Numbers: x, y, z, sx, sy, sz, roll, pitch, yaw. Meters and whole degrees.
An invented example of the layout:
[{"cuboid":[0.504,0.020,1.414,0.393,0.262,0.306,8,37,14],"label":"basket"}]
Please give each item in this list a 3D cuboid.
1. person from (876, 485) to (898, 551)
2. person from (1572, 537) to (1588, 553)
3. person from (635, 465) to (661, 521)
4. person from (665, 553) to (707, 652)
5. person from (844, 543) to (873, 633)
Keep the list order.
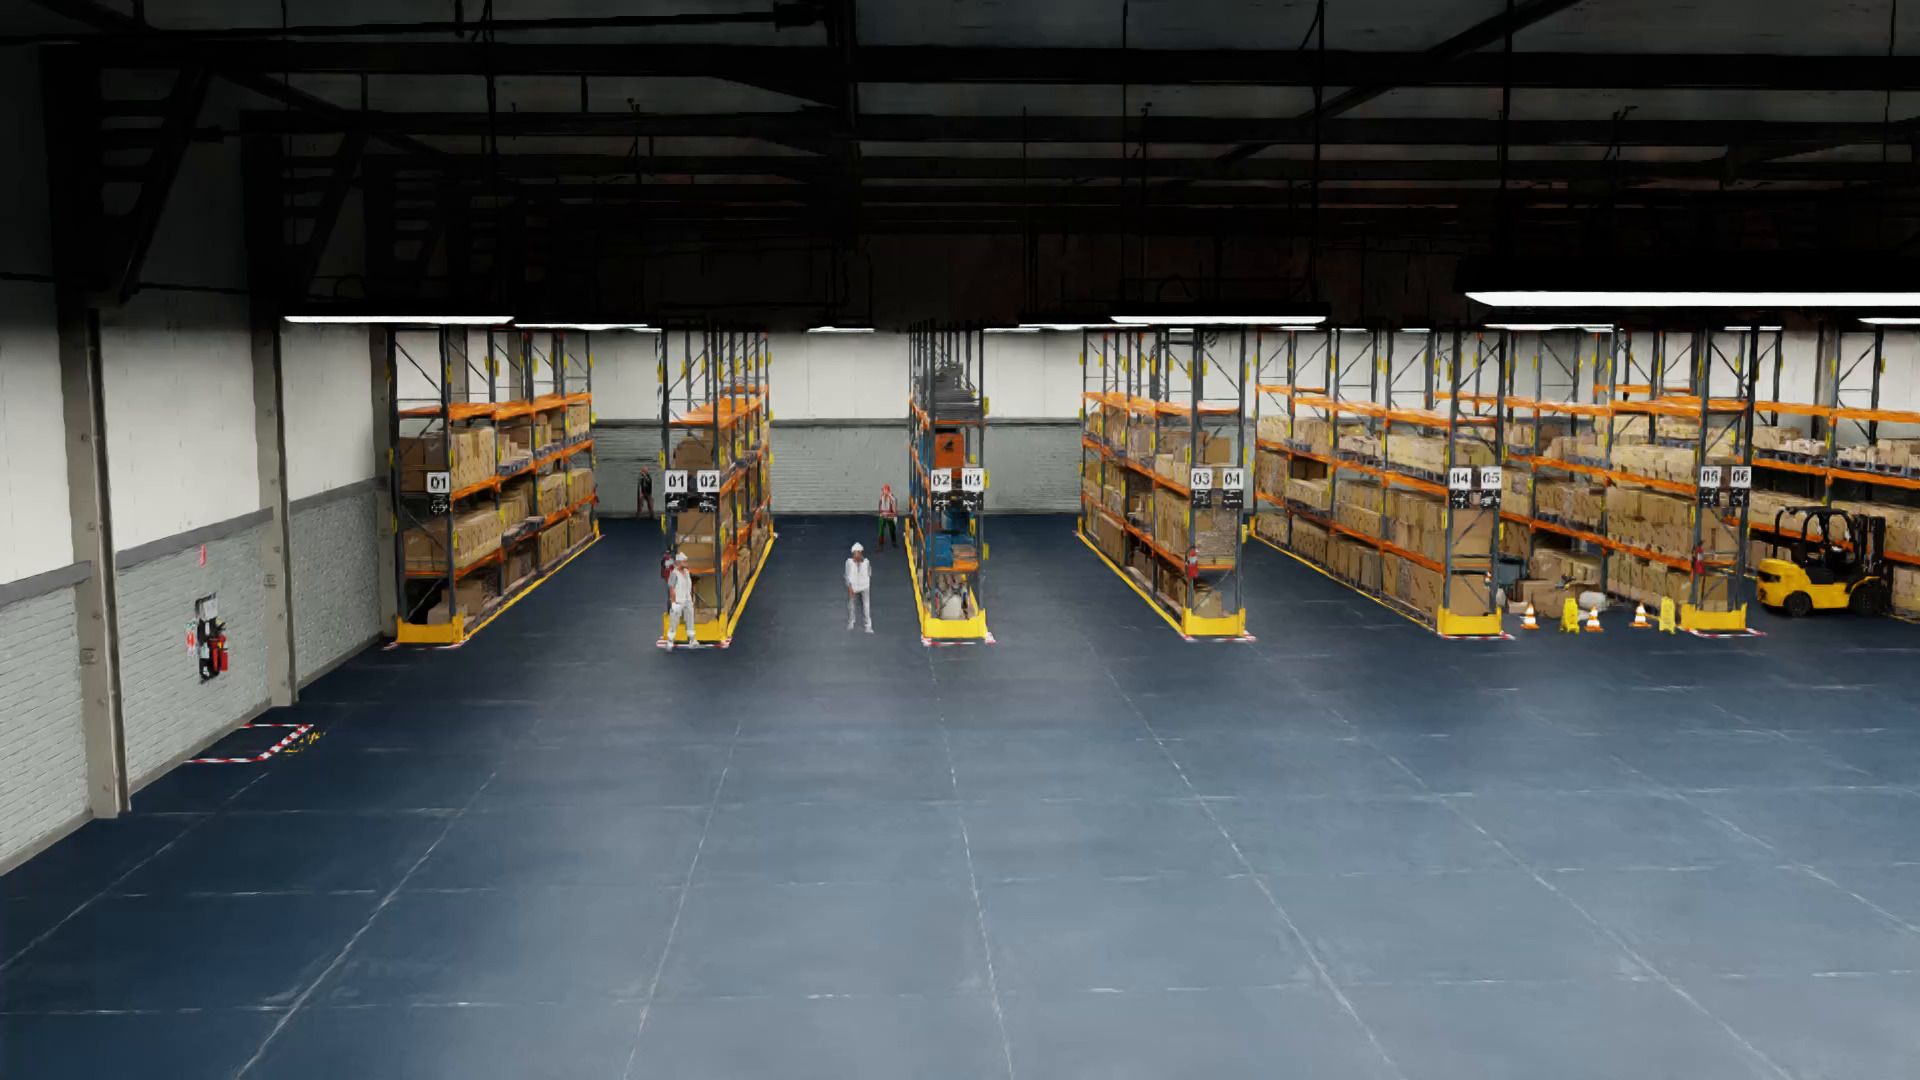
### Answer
[{"cuboid":[-1.917,-0.604,44.288,0.552,1.754,0.967,2,7,14],"label":"person"},{"cuboid":[16.008,-0.437,43.063,0.564,1.666,0.564,4,8,27],"label":"person"},{"cuboid":[-9.671,-1.465,51.216,0.568,1.712,0.737,5,9,36],"label":"person"},{"cuboid":[-5.014,1.116,30.075,0.533,1.786,0.700,5,8,33],"label":"person"},{"cuboid":[-1.973,0.912,32.040,0.538,1.715,1.026,-1,7,-11],"label":"person"}]
